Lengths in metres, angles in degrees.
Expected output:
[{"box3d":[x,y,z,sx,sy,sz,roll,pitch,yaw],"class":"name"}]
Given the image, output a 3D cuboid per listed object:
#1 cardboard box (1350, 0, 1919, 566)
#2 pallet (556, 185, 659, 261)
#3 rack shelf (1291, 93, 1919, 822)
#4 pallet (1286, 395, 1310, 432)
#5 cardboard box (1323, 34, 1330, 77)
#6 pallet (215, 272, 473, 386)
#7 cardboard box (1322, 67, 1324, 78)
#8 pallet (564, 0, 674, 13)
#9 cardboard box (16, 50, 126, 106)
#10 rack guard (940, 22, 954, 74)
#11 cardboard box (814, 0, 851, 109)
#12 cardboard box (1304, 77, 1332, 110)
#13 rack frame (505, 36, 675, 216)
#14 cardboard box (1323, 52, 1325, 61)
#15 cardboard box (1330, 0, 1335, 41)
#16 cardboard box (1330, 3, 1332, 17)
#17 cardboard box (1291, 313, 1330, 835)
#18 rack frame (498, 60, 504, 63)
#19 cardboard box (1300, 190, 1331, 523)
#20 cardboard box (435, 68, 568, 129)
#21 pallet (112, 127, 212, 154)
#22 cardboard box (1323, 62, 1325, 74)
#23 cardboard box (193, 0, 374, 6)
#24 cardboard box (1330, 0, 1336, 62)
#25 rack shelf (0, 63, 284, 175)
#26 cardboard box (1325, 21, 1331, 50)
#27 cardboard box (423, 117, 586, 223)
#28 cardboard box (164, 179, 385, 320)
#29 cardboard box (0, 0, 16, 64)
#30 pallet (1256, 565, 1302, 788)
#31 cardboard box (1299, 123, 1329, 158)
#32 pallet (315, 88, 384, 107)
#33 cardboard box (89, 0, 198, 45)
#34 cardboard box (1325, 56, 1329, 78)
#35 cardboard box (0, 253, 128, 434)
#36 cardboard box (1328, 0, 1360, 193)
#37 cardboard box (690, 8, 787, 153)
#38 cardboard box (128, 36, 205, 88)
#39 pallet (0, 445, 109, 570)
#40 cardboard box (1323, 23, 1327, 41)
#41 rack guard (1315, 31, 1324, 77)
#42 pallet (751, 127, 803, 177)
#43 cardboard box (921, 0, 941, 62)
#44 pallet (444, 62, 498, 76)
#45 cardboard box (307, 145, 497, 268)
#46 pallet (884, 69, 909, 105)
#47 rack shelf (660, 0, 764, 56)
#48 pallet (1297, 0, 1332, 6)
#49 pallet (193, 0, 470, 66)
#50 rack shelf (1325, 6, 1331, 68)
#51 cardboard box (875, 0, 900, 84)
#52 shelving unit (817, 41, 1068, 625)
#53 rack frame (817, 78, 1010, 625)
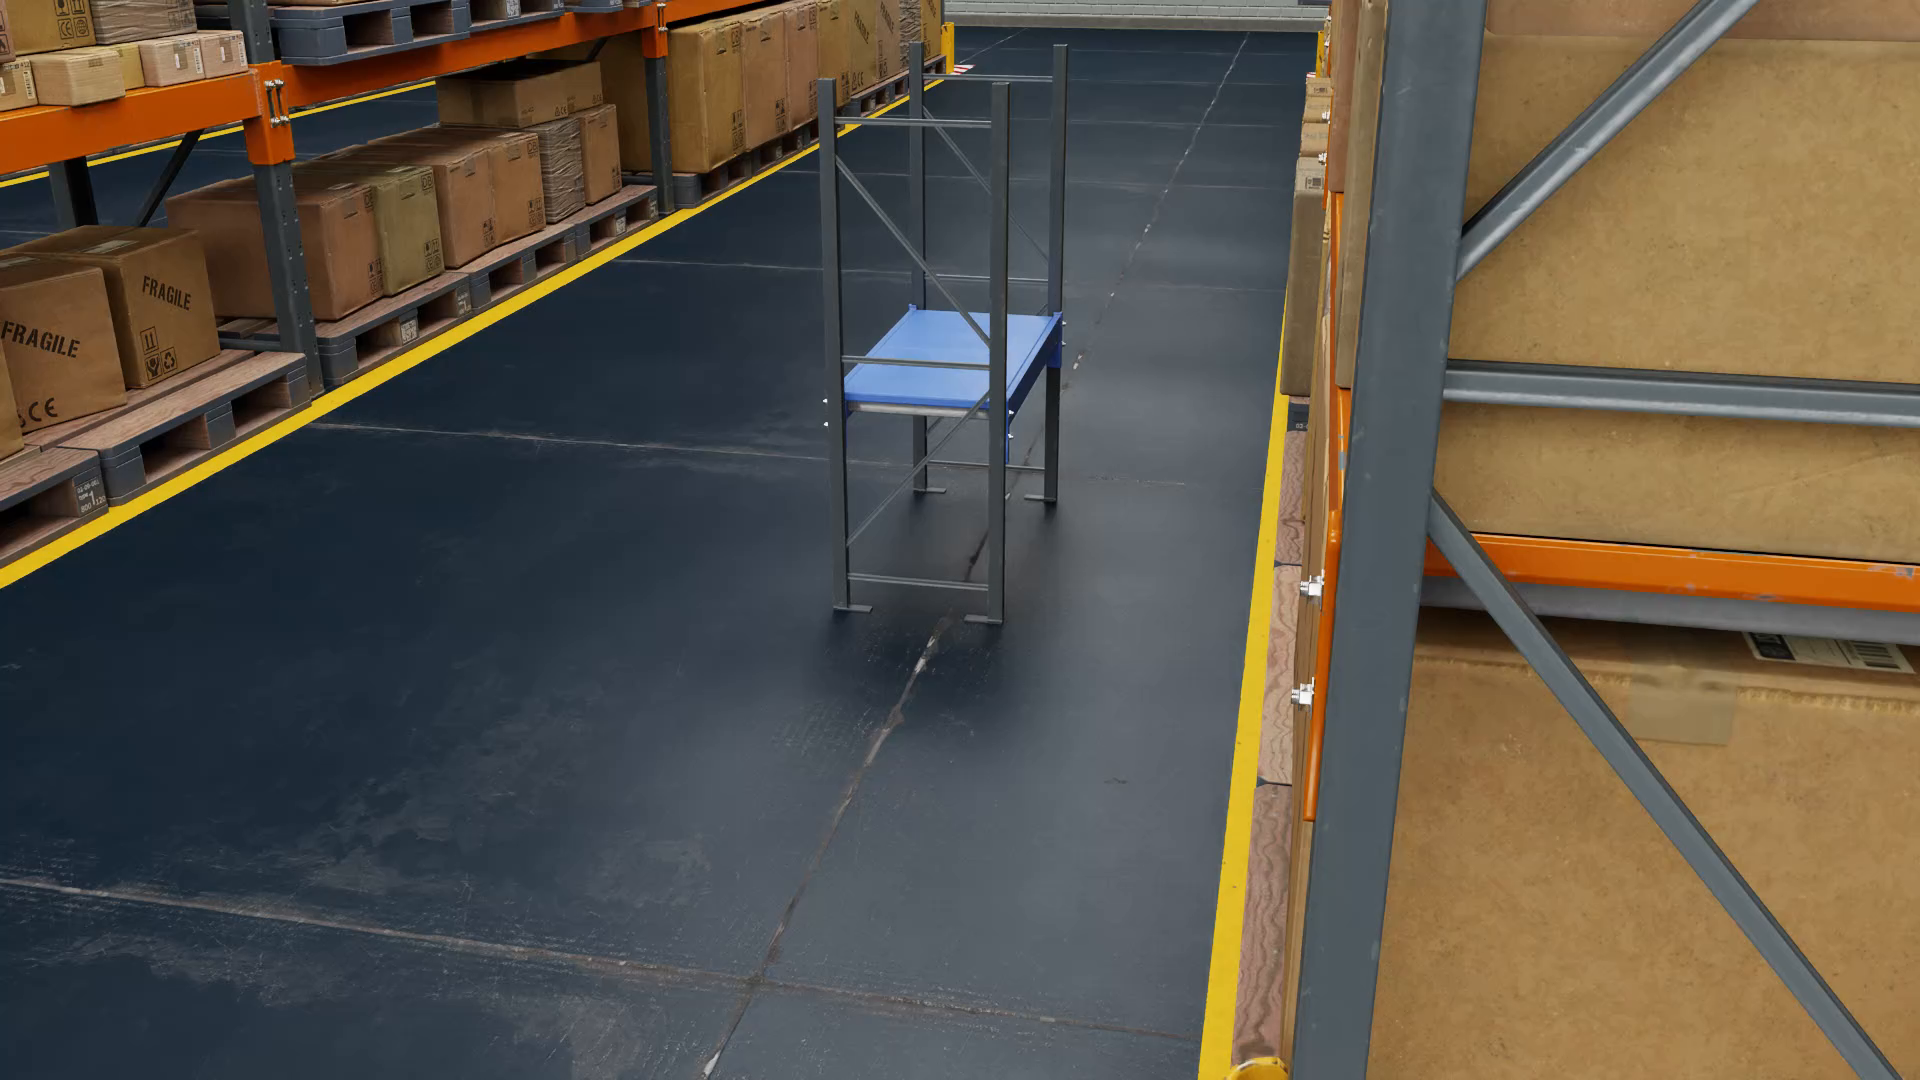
[{"box3d":[0.938,-0.337,1.976,0.875,0.550,0.550,4,22,11],"class":"cardboard box"},{"box3d":[-2.457,-1.890,9.765,1.003,0.211,1.213,4,22,11],"class":"pallet"},{"box3d":[1.314,-0.526,3.609,1.077,0.370,4.000,4,22,11],"class":"rack shelf"},{"box3d":[1.806,-0.586,6.526,1.003,0.211,1.213,4,22,11],"class":"pallet"},{"box3d":[2.731,-3.269,11.236,0.500,0.250,0.500,5,23,13],"class":"cardboard box"},{"box3d":[-2.955,-0.998,7.549,1.003,0.211,1.213,4,22,11],"class":"pallet"},{"box3d":[3.151,-3.767,13.548,0.380,0.149,0.250,3,22,8],"class":"cardboard box"},{"box3d":[-2.338,-3.112,9.322,1.213,0.211,1.003,4,22,11],"class":"pallet"},{"box3d":[-2.981,-1.512,5.428,0.380,0.149,0.250,4,22,11],"class":"cardboard box"},{"box3d":[-0.659,-5.245,17.707,1.175,0.500,0.348,4,22,11],"class":"rack guard"},{"box3d":[-1.591,-3.906,13.319,1.225,0.875,0.875,5,22,11],"class":"cardboard box"},{"box3d":[2.326,-1.990,8.729,1.050,0.750,0.750,4,22,10],"class":"cardboard box"},{"box3d":[-2.296,-3.470,9.953,1.000,3.000,0.127,4,22,11],"class":"rack frame"},{"box3d":[3.580,-4.541,15.469,0.380,0.149,0.250,5,23,13],"class":"cardboard box"},{"box3d":[1.875,-2.405,7.175,0.500,0.500,0.500,4,22,10],"class":"cardboard box"},{"box3d":[2.183,-2.957,8.547,0.500,0.500,0.500,5,22,12],"class":"cardboard box"},{"box3d":[1.157,0.087,3.404,0.875,0.875,0.875,4,22,10],"class":"cardboard box"},{"box3d":[-5.513,-6.773,18.155,1.000,3.000,0.127,4,22,11],"class":"rack frame"},{"box3d":[1.526,-0.576,5.051,0.875,0.875,0.875,5,22,12],"class":"cardboard box"},{"box3d":[-2.502,-2.420,9.100,0.500,0.250,0.500,7,23,17],"class":"cardboard box"},{"box3d":[-6.774,-3.290,13.240,1.003,0.211,1.213,4,22,11],"class":"pallet"},{"box3d":[2.944,-3.303,12.323,0.500,0.500,0.500,5,23,13],"class":"cardboard box"},{"box3d":[-2.813,-2.760,6.825,1.000,1.000,1.000,5,22,11],"class":"cardboard box"},{"box3d":[1.670,-2.034,6.255,0.500,0.500,0.500,4,22,10],"class":"cardboard box"},{"box3d":[-3.521,-0.942,4.639,1.077,0.370,4.000,4,22,11],"class":"rack shelf"},{"box3d":[2.945,-3.650,12.182,0.500,0.250,0.500,3,22,9],"class":"cardboard box"},{"box3d":[-2.514,-2.064,9.220,0.700,0.500,0.500,3,22,6],"class":"cardboard box"},{"box3d":[-2.966,-1.274,7.259,0.700,0.500,0.500,3,22,7],"class":"cardboard box"},{"box3d":[-3.405,-1.660,4.929,0.875,0.500,0.500,4,22,11],"class":"cardboard box"},{"box3d":[1.244,0.422,4.024,1.003,0.211,1.213,4,22,11],"class":"pallet"},{"box3d":[1.962,-1.329,7.088,1.050,0.750,0.750,4,22,11],"class":"cardboard box"},{"box3d":[-6.217,-4.288,15.719,1.003,0.211,1.213,4,22,11],"class":"pallet"},{"box3d":[-3.265,-2.031,5.850,0.875,0.500,0.500,4,22,11],"class":"cardboard box"},{"box3d":[2.422,-2.708,9.842,0.500,0.250,0.500,4,22,10],"class":"cardboard box"},{"box3d":[-3.343,-0.689,5.832,0.500,0.500,0.500,12,25,28],"class":"cardboard box"},{"box3d":[1.343,-1.134,3.953,0.875,0.550,0.550,4,22,11],"class":"cardboard box"},{"box3d":[-1.946,-3.255,11.703,1.225,0.875,0.875,5,22,11],"class":"cardboard box"},{"box3d":[-2.929,-1.698,5.892,0.380,0.149,0.250,4,22,11],"class":"cardboard box"},{"box3d":[-3.462,-0.017,5.114,1.003,0.211,1.213,4,22,11],"class":"pallet"},{"box3d":[3.616,-4.771,15.641,0.380,0.149,0.250,4,22,11],"class":"cardboard box"},{"box3d":[4.155,-4.793,16.585,1.175,0.500,0.348,4,22,11],"class":"rack guard"},{"box3d":[-1.811,-2.904,12.280,1.003,0.211,1.213,4,22,11],"class":"pallet"},{"box3d":[-0.716,-5.364,16.940,0.875,0.875,0.875,4,22,11],"class":"cardboard box"},{"box3d":[-5.719,-5.181,17.935,1.003,0.211,1.213,4,22,11],"class":"pallet"},{"box3d":[-2.737,-1.652,8.197,0.700,0.500,0.500,3,22,6],"class":"cardboard box"},{"box3d":[-1.002,-4.359,15.893,1.003,0.211,1.213,4,22,11],"class":"pallet"},{"box3d":[-1.888,-3.867,11.904,1.077,0.370,4.000,4,22,11],"class":"rack shelf"},{"box3d":[2.580,-3.234,9.626,1.213,0.211,1.003,4,22,11],"class":"pallet"},{"box3d":[-2.814,-2.186,7.023,1.003,0.211,1.213,4,22,11],"class":"pallet"},{"box3d":[2.947,-3.452,10.873,1.077,0.370,4.000,4,22,11],"class":"rack shelf"},{"box3d":[-1.084,-4.706,15.306,0.875,0.875,0.875,4,22,11],"class":"cardboard box"},{"box3d":[-0.017,-0.664,4.996,0.538,1.500,1.048,4,22,11],"class":"shelving unit"},{"box3d":[-0.121,-0.479,4.534,0.500,1.500,0.032,4,22,11],"class":"rack frame"}]
